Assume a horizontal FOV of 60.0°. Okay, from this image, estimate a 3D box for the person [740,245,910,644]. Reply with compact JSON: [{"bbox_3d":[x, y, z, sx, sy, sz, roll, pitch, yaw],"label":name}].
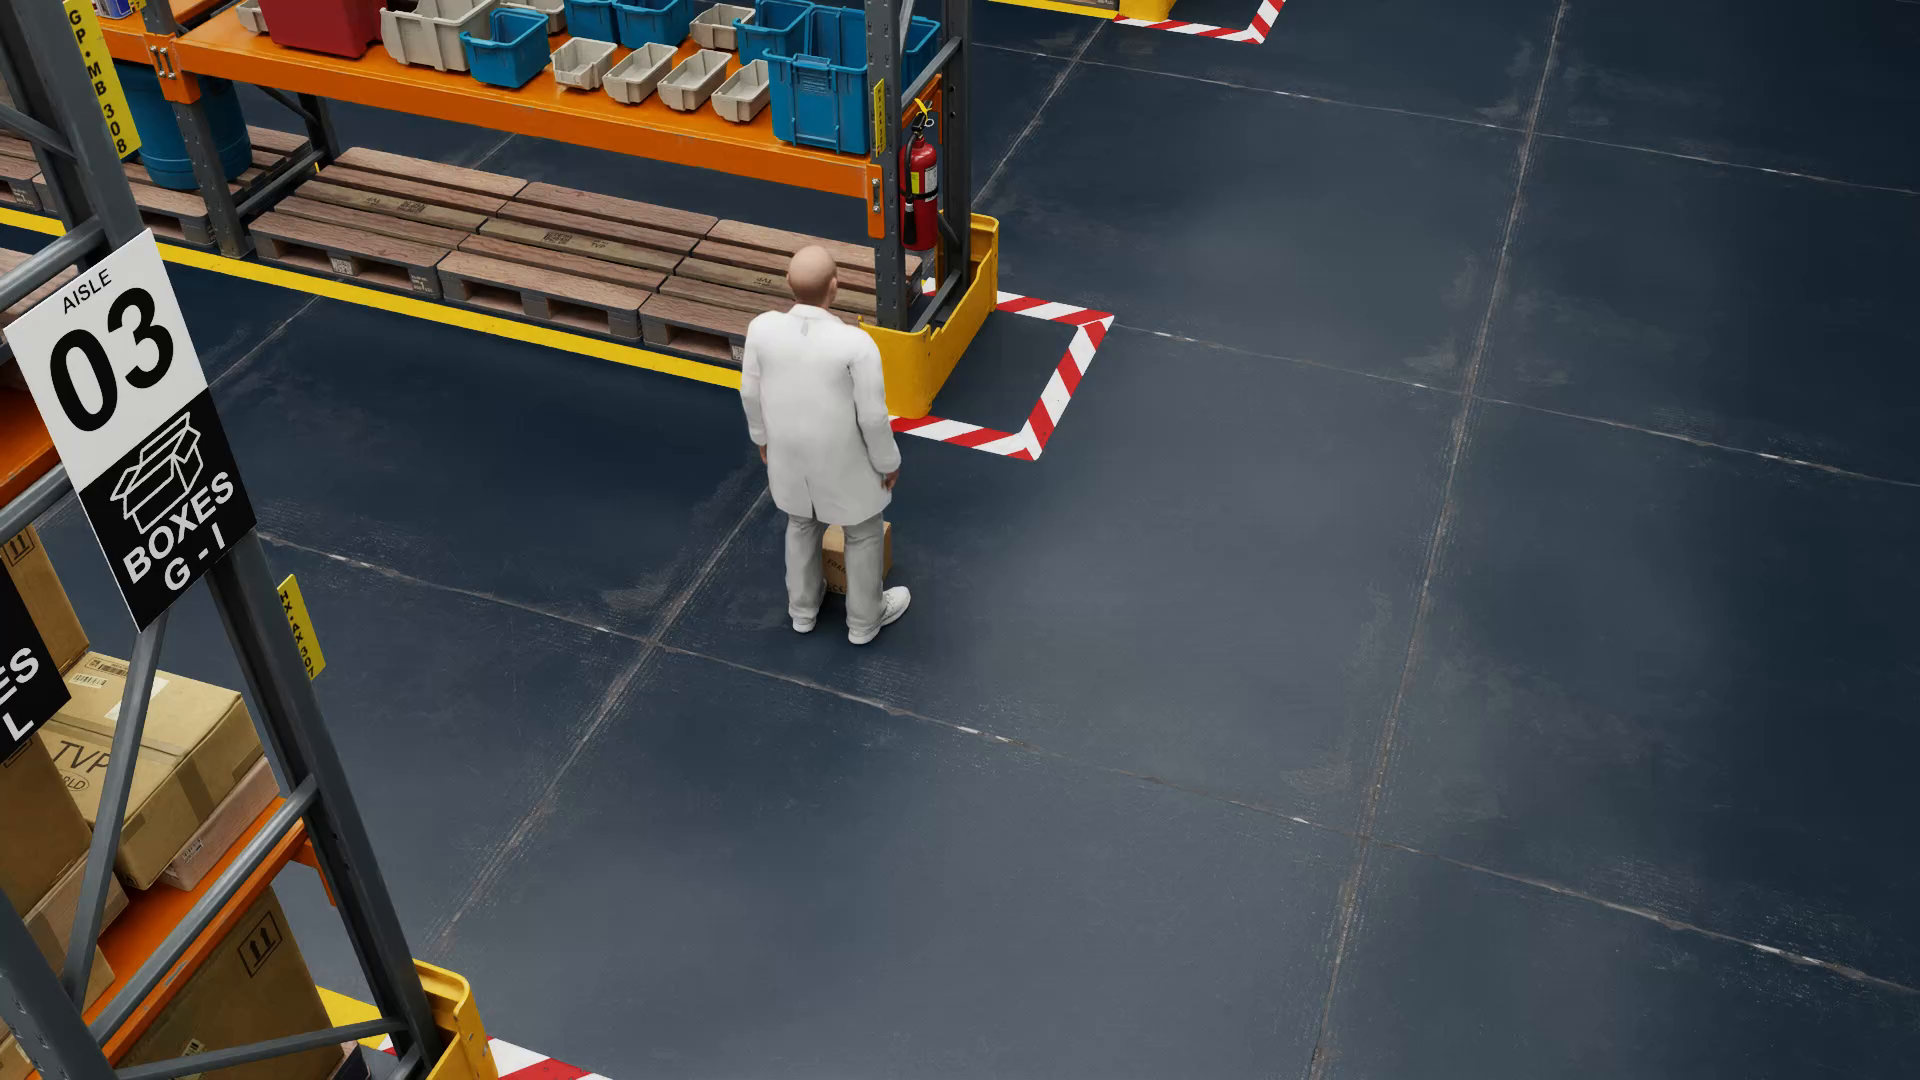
[{"bbox_3d":[-0.534,-0.348,6.572,0.640,1.773,0.426,13,43,15],"label":"person"}]
